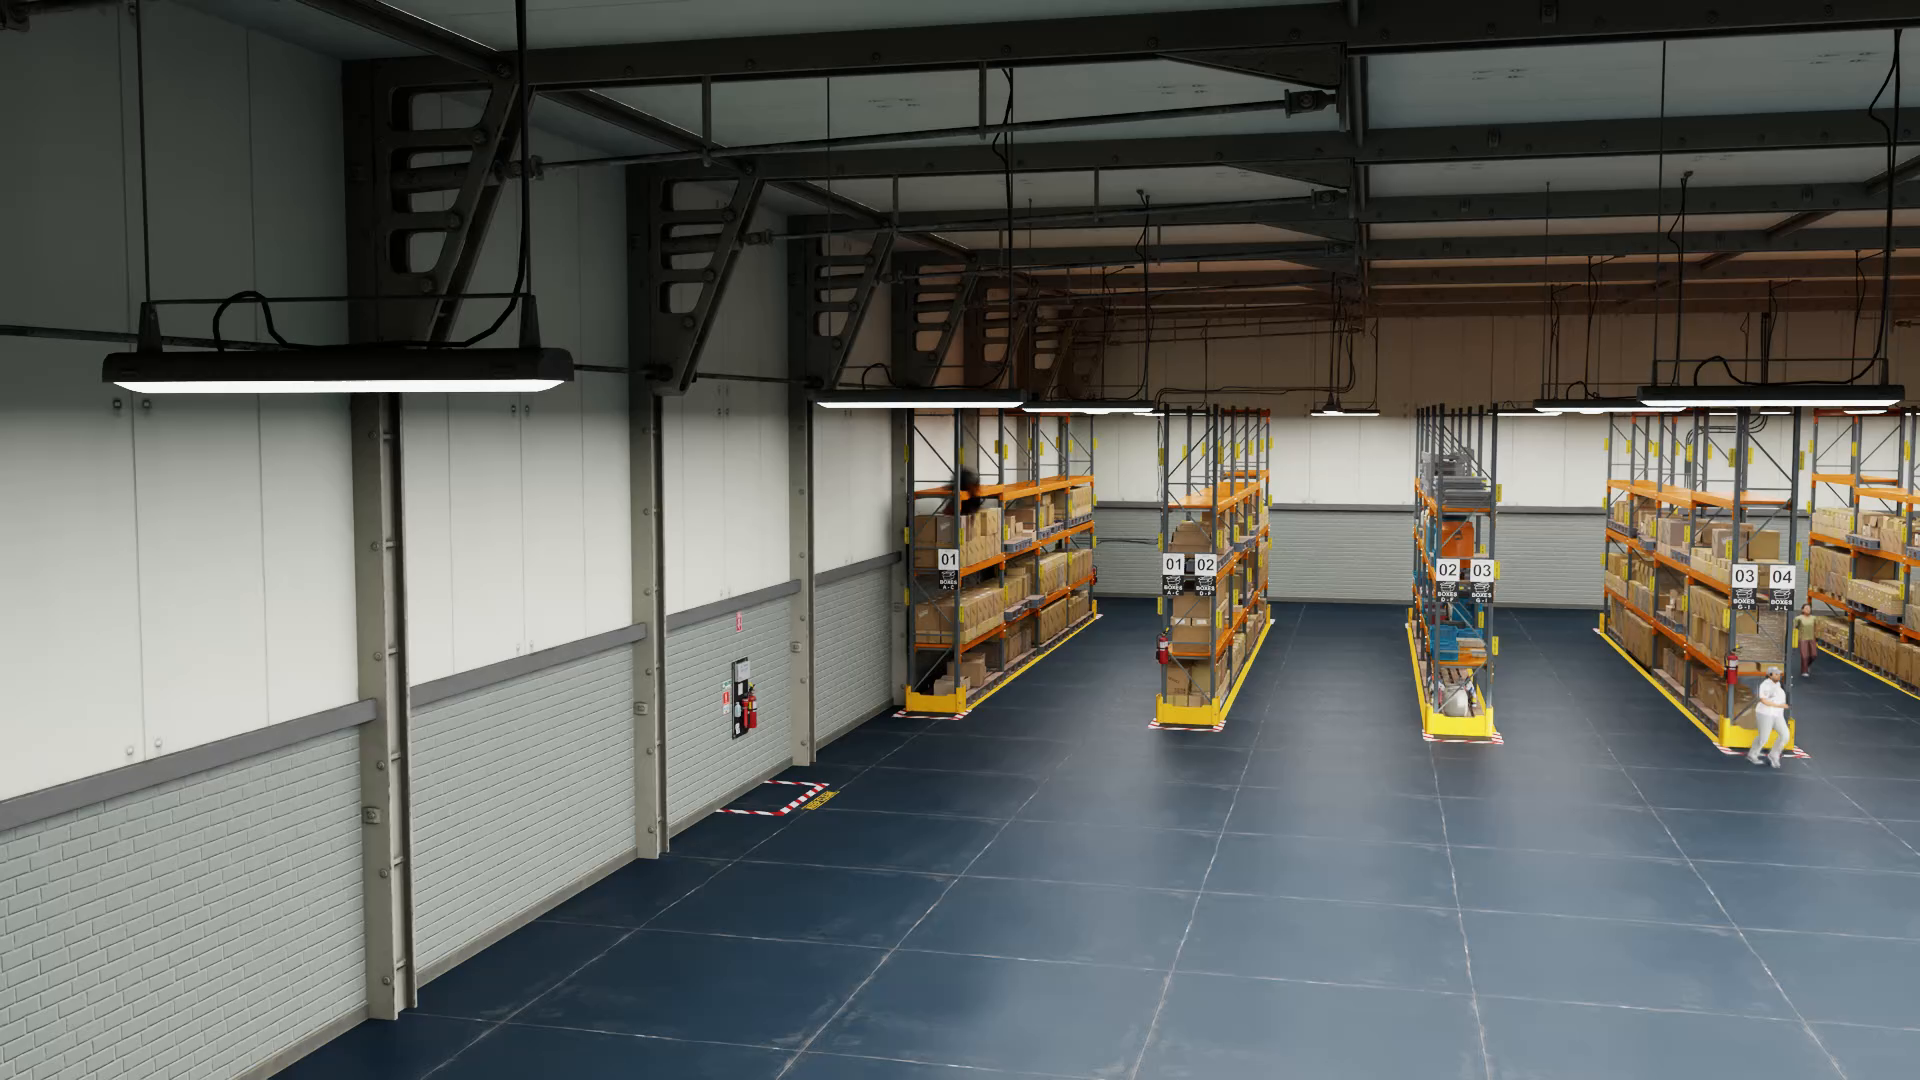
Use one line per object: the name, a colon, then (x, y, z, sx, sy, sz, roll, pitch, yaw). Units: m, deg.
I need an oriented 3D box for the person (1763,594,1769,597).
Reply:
person: (20.612, 1.767, 42.859, 0.729, 1.664, 0.999, 1, 4, 19)

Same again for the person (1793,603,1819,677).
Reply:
person: (18.788, 2.220, 36.906, 0.576, 1.622, 0.555, 1, 4, 11)

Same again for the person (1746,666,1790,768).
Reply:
person: (13.356, 2.925, 27.370, 0.621, 1.720, 0.706, -2, 5, -30)
